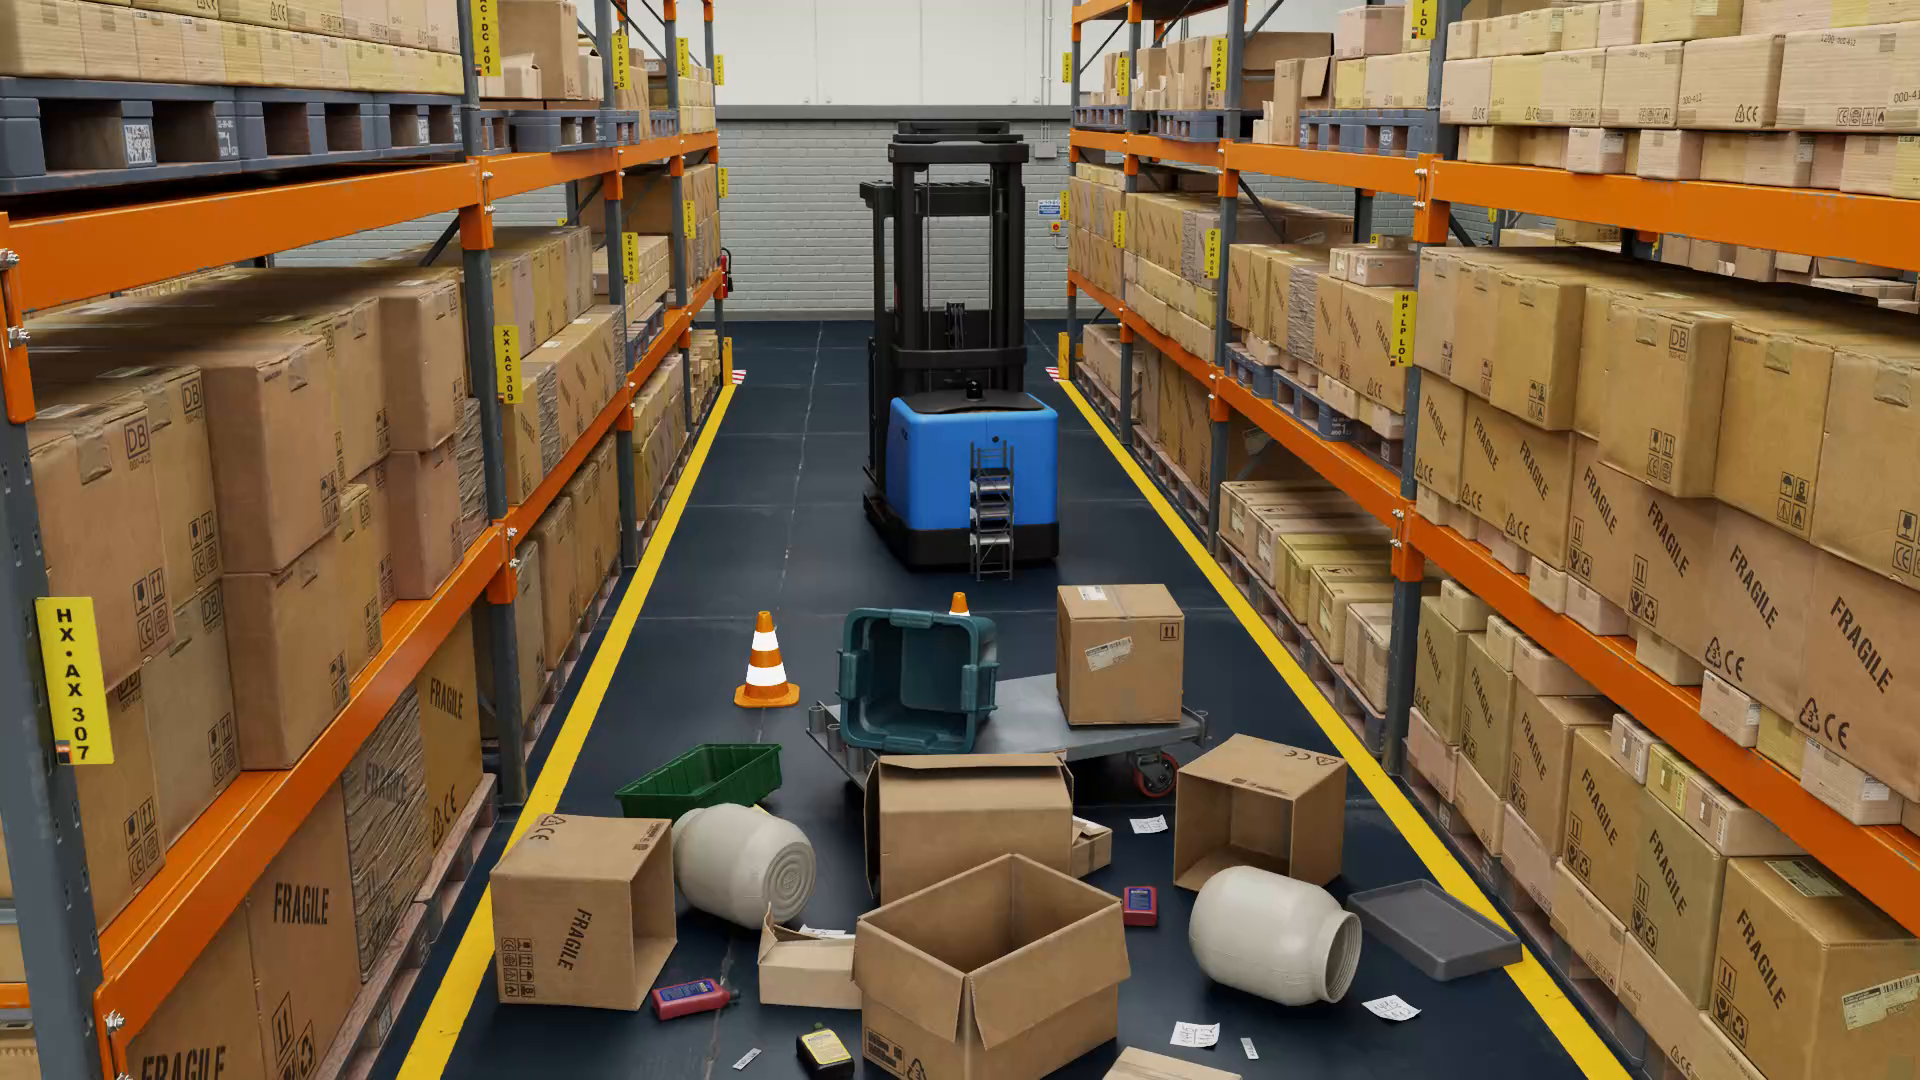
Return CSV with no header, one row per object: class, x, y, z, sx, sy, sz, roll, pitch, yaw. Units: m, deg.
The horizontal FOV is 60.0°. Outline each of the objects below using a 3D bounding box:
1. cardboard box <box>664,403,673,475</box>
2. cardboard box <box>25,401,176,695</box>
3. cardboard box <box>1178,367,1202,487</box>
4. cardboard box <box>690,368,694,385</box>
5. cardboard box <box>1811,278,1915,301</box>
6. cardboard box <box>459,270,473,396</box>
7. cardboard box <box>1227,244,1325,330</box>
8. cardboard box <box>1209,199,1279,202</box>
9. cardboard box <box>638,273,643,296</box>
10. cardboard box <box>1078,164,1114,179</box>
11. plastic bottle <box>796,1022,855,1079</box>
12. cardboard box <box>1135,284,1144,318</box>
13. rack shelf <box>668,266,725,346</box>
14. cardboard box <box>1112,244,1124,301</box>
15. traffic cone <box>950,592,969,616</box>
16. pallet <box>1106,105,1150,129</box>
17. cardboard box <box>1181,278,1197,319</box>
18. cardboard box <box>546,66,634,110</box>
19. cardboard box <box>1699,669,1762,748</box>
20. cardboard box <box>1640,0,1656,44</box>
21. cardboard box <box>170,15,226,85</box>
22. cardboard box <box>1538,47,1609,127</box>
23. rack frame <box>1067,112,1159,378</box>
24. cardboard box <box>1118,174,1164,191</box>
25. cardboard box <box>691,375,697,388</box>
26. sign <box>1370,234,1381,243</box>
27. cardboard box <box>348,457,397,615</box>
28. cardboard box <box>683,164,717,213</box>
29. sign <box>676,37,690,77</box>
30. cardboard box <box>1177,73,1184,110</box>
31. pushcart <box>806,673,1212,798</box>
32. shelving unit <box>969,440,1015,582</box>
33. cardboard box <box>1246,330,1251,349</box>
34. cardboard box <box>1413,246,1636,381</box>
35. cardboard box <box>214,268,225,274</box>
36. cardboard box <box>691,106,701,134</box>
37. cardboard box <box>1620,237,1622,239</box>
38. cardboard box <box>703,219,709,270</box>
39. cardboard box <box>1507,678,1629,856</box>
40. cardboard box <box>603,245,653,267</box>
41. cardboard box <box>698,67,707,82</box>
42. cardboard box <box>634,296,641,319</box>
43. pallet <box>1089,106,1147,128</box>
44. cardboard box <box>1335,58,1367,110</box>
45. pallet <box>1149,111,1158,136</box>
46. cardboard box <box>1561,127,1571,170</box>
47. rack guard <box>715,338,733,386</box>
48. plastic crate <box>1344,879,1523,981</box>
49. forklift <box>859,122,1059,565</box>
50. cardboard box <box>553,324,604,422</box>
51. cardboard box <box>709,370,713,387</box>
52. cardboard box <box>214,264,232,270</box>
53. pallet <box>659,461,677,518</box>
cardboard box,-2.584,-0.814,13.344,0.500,0.500,0.500,-1,14,-5
cardboard box,-2.181,0.039,3.386,0.875,0.550,0.550,-1,14,-3
cardboard box,2.231,-0.933,13.053,0.875,0.875,0.875,-1,14,-3
cardboard box,-2.713,-1.526,15.621,0.380,0.149,0.250,0,14,-1
cardboard box,6.807,-1.829,12.574,0.500,0.250,0.500,-2,15,-6
cardboard box,-2.482,-0.923,7.387,0.700,0.500,0.500,-1,14,-4
cardboard box,2.038,-1.644,10.755,0.500,0.500,0.500,-1,14,-5
cardboard box,2.323,-2.529,13.627,0.500,0.500,0.500,0,14,-2
cardboard box,-2.603,-1.931,12.577,0.380,0.149,0.250,-1,14,-4
cardboard box,1.481,-3.977,17.953,0.380,0.149,0.250,0,14,-2
plastic bottle,-0.453,1.666,5.429,0.133,0.061,0.283,-6,16,-23
cardboard box,1.791,-2.043,14.249,0.500,0.250,0.500,-1,14,-5
rack shelf,-3.064,-2.406,16.800,1.077,0.370,4.000,-1,14,-3
cardboard box,1.710,-2.518,15.592,0.500,0.500,0.500,-1,14,-3
traffic cone,-0.001,0.517,9.090,0.336,0.463,0.334,-1,14,-3
pallet,1.953,-3.972,15.601,1.003,0.211,1.213,-1,14,-3
cardboard box,1.922,-1.777,12.210,0.500,0.250,0.500,-1,14,-5
cardboard box,-2.462,-2.909,11.092,0.500,0.500,0.500,-1,14,-3
cardboard box,2.333,0.469,4.687,0.380,0.149,0.250,-1,14,-2
cardboard box,2.362,-1.617,5.175,0.380,0.149,0.250,-1,14,-2
cardboard box,-1.946,-1.134,3.855,0.380,0.149,0.250,-1,14,-3
cardboard box,2.303,-1.526,5.622,0.500,0.250,0.500,-1,14,-3
rack frame,1.746,-3.353,19.038,1.000,3.000,0.127,-1,14,-3
cardboard box,1.657,-3.277,15.232,0.380,0.149,0.250,-1,14,-5
cardboard box,-2.807,-1.576,16.413,0.380,0.149,0.250,0,14,-1
sign,2.783,-1.896,11.213,0.100,0.325,0.005,-1,14,-3
cardboard box,-2.437,0.024,5.610,0.875,0.550,0.550,-1,14,-3
cardboard box,-2.912,-3.818,18.042,0.500,0.500,0.500,-1,14,-5
sign,-2.387,-4.160,14.327,0.100,0.325,0.005,-1,14,-3
cardboard box,1.807,-3.291,12.206,0.396,0.266,0.258,-1,14,-5
pushcart,0.217,0.949,7.581,1.648,0.377,0.936,-6,16,-23
shelving unit,0.209,-0.192,10.968,0.258,0.900,0.210,-3,15,-11
cardboard box,2.060,-1.291,10.684,0.380,0.149,0.250,-2,15,-7
cardboard box,2.300,-0.932,6.827,0.700,0.500,0.500,-1,14,-4
cardboard box,-7.713,-2.676,16.913,0.380,0.149,0.250,-1,14,-3
cardboard box,-2.759,-4.010,15.874,0.500,0.250,0.500,0,14,-1
cardboard box,7.050,-3.140,17.915,0.500,0.250,0.500,0,14,-2
cardboard box,-2.815,-2.958,16.705,0.500,0.500,0.500,0,14,-1
cardboard box,2.332,0.809,6.031,0.500,0.500,0.500,0,14,-1
cardboard box,-2.661,-2.272,13.305,0.380,0.149,0.250,-1,14,-5
cardboard box,-2.816,-4.798,17.132,0.380,0.149,0.250,-1,14,-3
cardboard box,-2.590,-1.725,12.372,0.380,0.149,0.250,0,14,-2
pallet,1.881,-4.274,16.777,1.003,0.211,1.213,-1,14,-3
cardboard box,2.252,-2.348,8.570,0.500,0.250,0.500,-1,14,-3
pallet,2.100,-3.491,13.939,0.805,0.209,1.217,-1,15,-6
cardboard box,2.331,-1.363,5.788,0.380,0.149,0.250,-1,14,-5
rack guard,-3.184,-2.022,18.882,1.175,0.500,0.348,-1,14,-3
plastic crate,1.768,1.449,6.236,0.402,0.080,0.583,-6,16,-23
forklift,-0.127,-1.573,12.259,1.130,2.935,3.031,-3,15,-11
cardboard box,-2.336,-0.954,9.514,0.500,0.500,0.500,-1,14,-4
cardboard box,-2.793,-1.693,17.466,0.380,0.149,0.250,-2,15,-6
cardboard box,-7.788,-2.902,16.990,0.500,0.250,0.500,-1,14,-5
pallet,-2.812,-0.408,13.190,1.003,0.211,1.213,-1,14,-3
